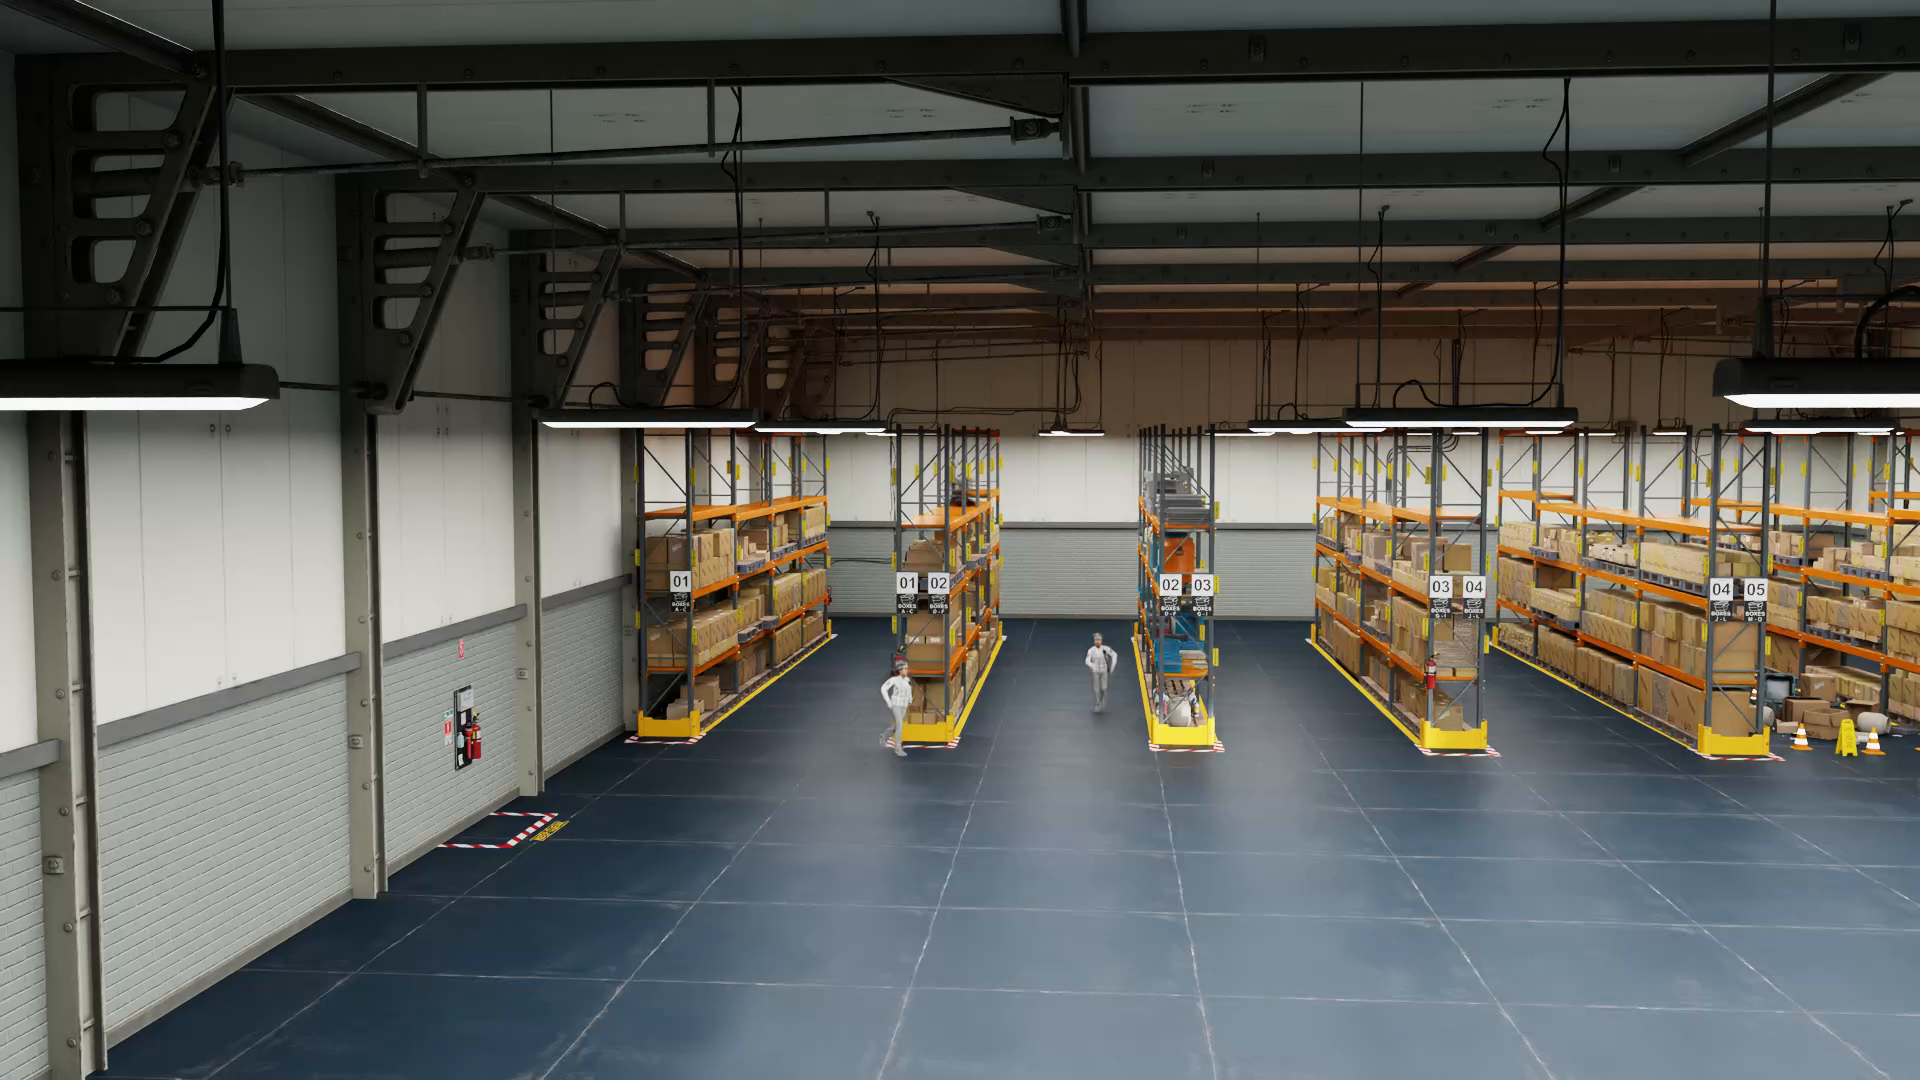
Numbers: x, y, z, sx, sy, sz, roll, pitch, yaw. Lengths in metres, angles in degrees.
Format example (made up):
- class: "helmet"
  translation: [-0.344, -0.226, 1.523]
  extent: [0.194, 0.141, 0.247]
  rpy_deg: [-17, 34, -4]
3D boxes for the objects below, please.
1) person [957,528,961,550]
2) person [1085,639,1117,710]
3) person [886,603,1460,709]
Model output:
- class: "person"
  translation: [8.035, 1.922, 31.066]
  extent: [6.385, 3.690, 19.979]
  rpy_deg: [-3, 4, -39]
- class: "person"
  translation: [2.953, 2.798, 34.838]
  extent: [0.631, 1.589, 0.636]
  rpy_deg: [1, 4, 11]
- class: "person"
  translation: [6.400, 2.139, 38.673]
  extent: [23.040, 0.846, 1.977]
  rpy_deg: [-3, 5, -44]
